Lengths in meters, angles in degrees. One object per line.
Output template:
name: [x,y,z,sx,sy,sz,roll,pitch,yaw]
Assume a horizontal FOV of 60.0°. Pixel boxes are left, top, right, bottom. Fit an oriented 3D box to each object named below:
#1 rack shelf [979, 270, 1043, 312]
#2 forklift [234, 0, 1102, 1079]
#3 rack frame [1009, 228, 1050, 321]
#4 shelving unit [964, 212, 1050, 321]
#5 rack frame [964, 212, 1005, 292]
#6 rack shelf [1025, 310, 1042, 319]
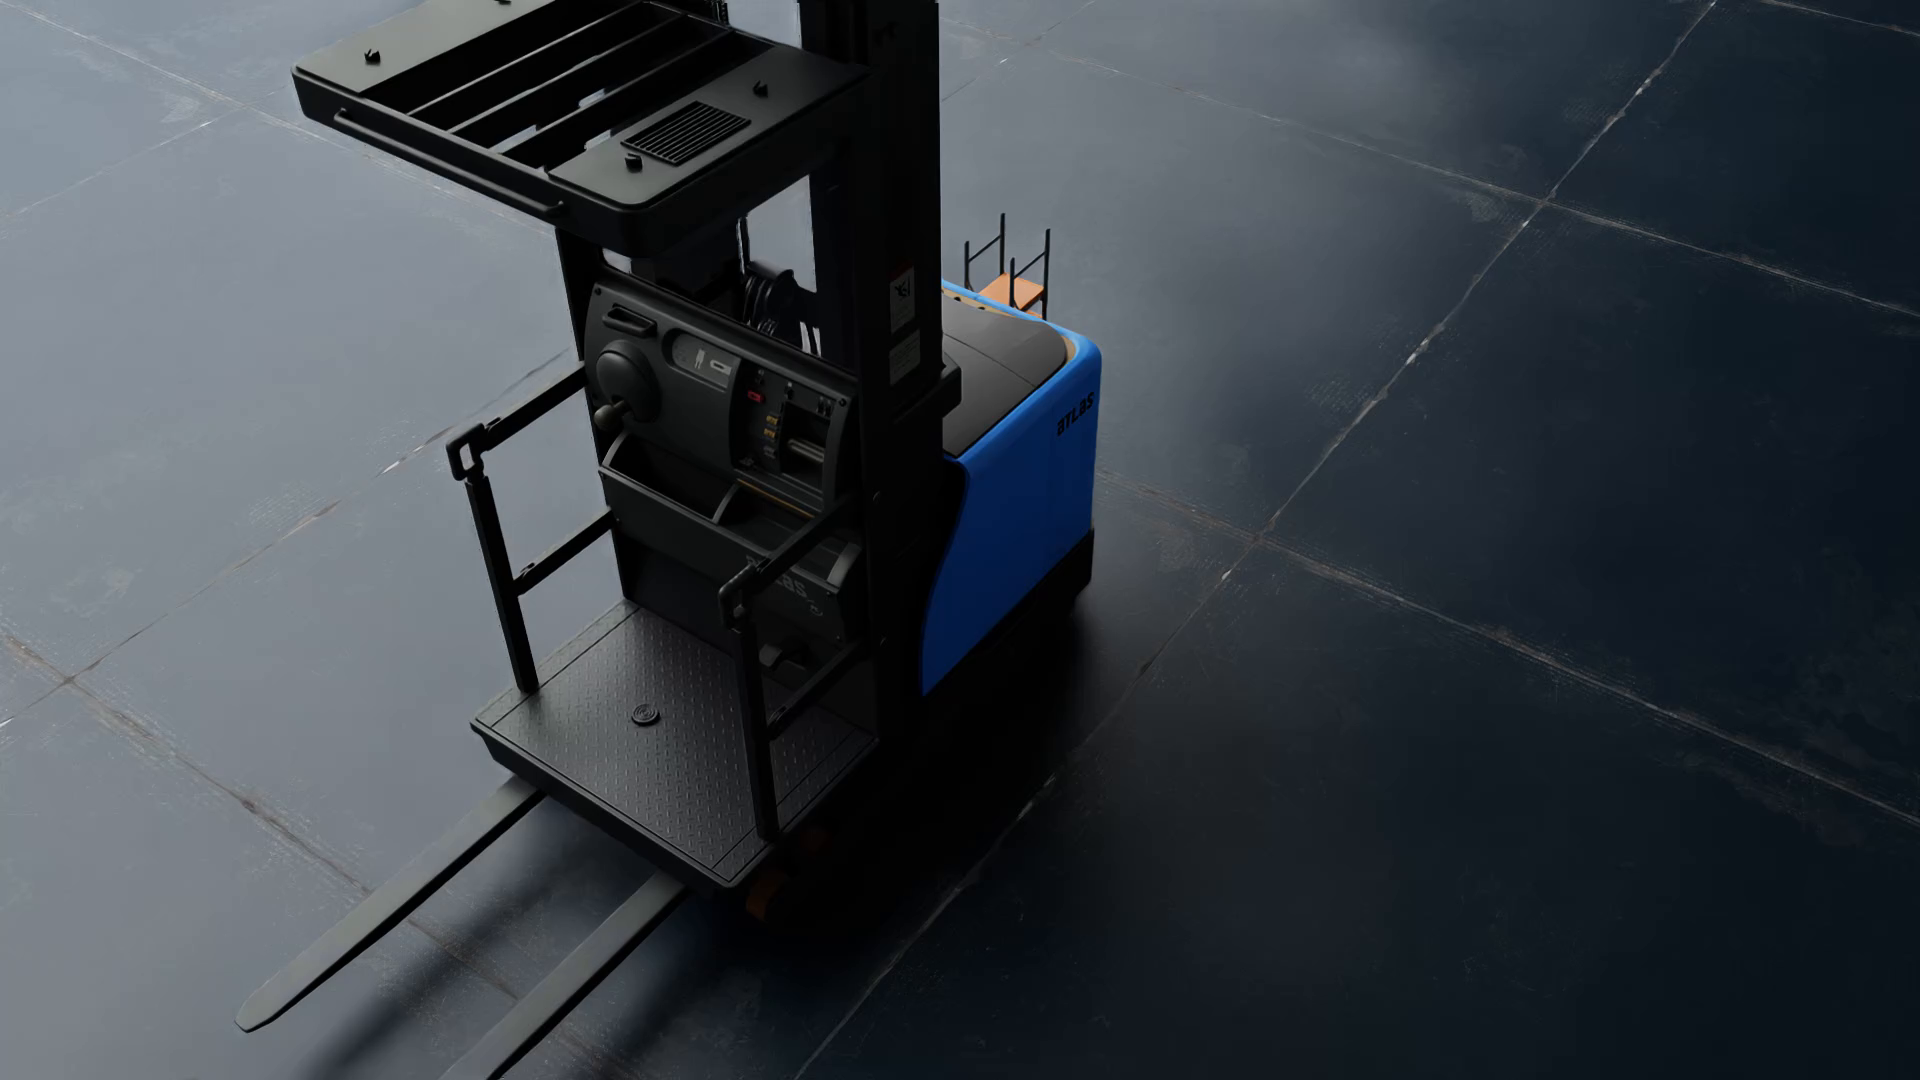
rack shelf: [0.160,-0.814,5.786,0.180,0.103,0.258,25,47,25]
forklift: [-0.796,-0.320,4.409,1.130,2.935,3.031,26,48,26]
rack frame: [0.236,-0.544,5.958,0.006,1.200,0.240,25,47,25]
shelving unit: [0.160,-0.579,5.997,0.189,1.200,0.258,25,47,25]
rack frame: [0.085,-0.613,6.035,0.006,1.200,0.240,25,47,25]
rack shelf: [0.160,-0.724,5.866,0.180,0.103,0.258,25,47,25]
